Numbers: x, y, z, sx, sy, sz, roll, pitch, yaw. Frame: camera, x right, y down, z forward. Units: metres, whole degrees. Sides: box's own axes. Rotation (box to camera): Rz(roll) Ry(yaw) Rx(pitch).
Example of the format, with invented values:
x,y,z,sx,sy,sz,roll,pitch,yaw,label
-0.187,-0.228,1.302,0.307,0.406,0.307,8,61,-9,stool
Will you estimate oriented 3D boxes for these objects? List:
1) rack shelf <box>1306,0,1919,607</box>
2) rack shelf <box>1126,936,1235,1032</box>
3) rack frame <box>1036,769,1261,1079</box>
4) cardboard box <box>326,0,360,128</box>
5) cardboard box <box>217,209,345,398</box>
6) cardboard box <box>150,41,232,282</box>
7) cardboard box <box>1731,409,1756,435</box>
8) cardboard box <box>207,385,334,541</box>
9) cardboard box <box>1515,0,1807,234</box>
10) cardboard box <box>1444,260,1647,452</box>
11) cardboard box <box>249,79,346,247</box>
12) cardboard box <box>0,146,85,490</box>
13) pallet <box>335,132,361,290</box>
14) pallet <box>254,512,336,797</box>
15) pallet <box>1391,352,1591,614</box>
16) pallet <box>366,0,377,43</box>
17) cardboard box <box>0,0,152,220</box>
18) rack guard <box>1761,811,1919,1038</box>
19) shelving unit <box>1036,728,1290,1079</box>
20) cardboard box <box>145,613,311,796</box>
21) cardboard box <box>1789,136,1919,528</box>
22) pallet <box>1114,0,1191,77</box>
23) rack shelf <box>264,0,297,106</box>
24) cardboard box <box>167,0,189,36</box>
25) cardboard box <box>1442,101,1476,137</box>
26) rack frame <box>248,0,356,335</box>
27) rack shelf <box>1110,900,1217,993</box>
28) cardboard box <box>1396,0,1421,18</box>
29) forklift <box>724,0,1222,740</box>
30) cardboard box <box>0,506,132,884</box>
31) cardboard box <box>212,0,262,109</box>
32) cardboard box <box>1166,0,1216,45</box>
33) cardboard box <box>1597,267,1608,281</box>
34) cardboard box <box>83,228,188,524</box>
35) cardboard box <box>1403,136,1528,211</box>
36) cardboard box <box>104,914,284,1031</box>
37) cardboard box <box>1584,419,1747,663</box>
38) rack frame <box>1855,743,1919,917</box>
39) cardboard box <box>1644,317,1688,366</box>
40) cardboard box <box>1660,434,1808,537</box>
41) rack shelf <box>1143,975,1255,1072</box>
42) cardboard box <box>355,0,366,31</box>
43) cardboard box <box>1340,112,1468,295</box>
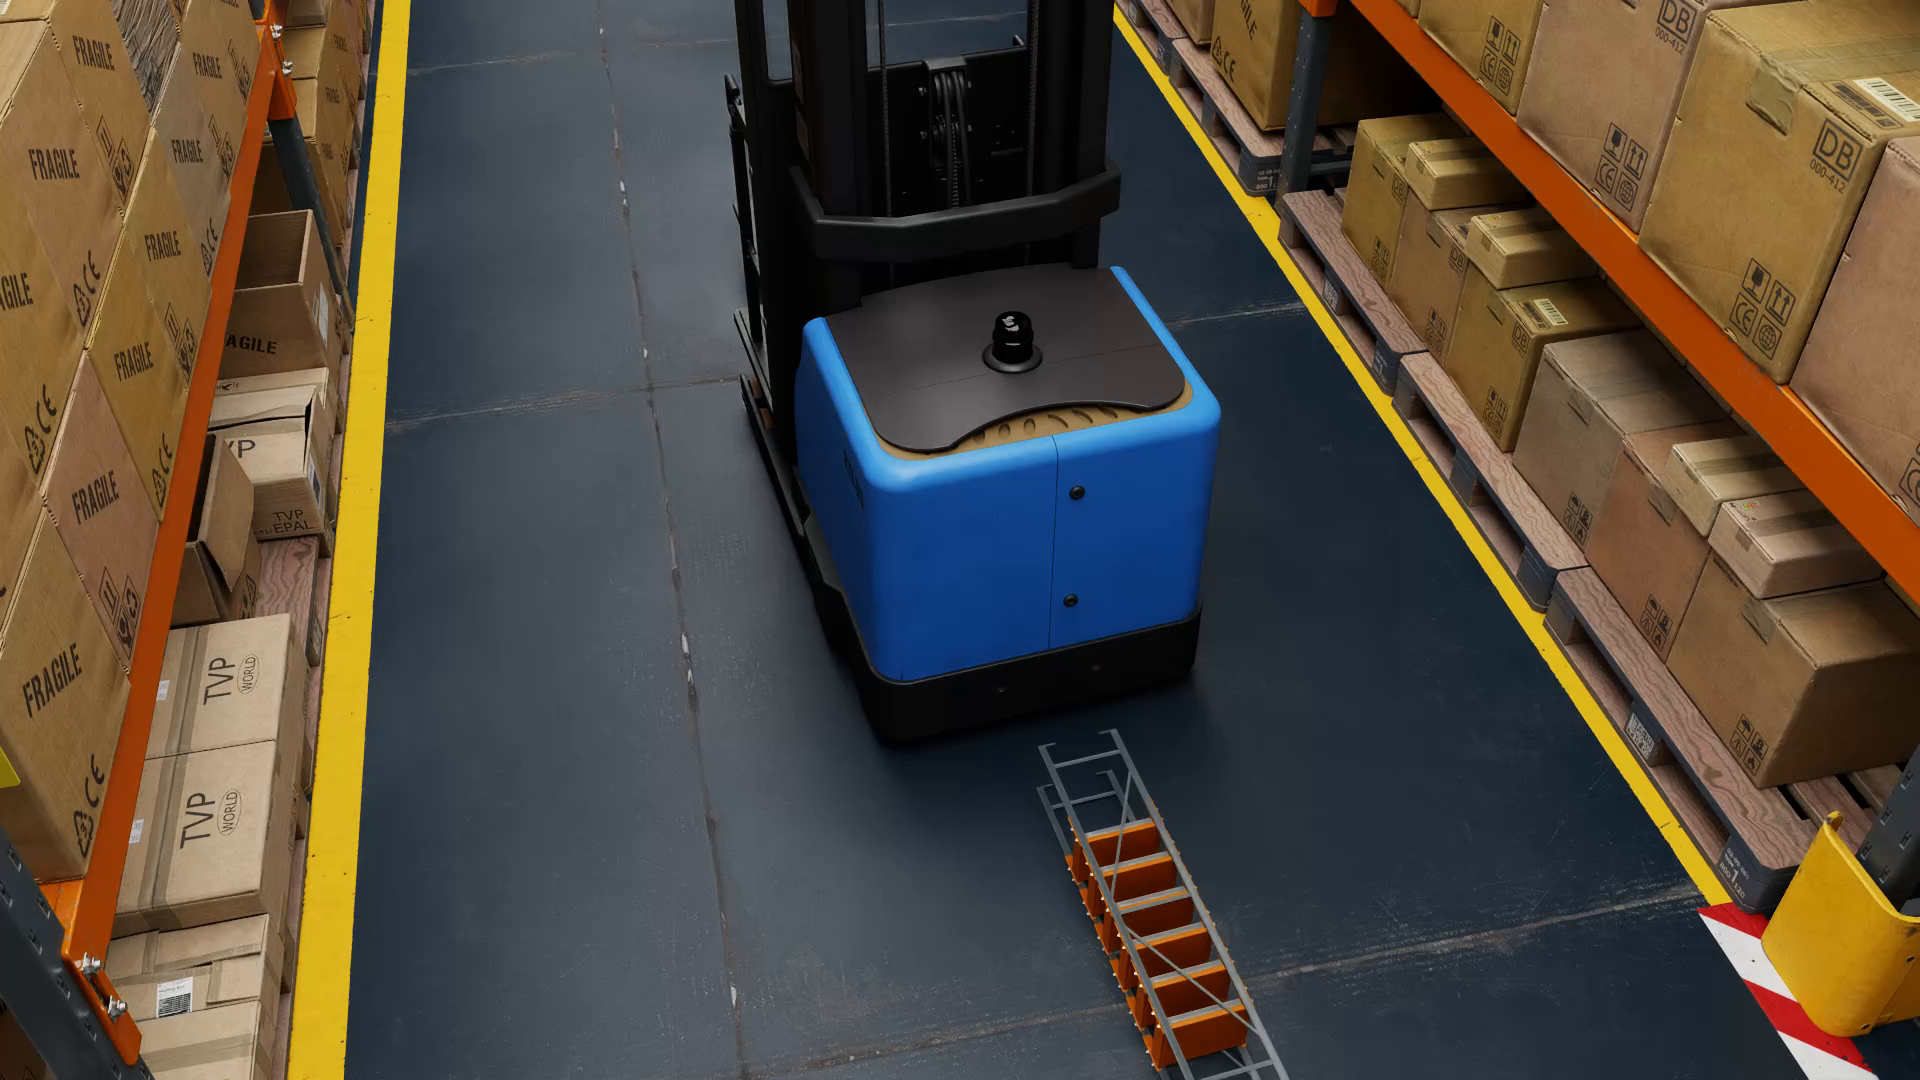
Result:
x,y,z,sx,sy,sz,roll,pitch,yaw,label
2.331,-1.065,5.232,1.077,0.370,4.000,-8,42,-9,rack shelf
0.569,1.150,4.309,0.258,0.180,0.103,-11,43,-13,rack shelf
0.513,1.093,4.509,0.240,0.006,1.200,-11,43,-13,rack frame
-3.029,-2.165,7.481,0.500,0.500,0.500,-8,42,-9,cardboard box
-2.537,-0.819,5.965,0.500,0.500,0.500,-8,42,-9,cardboard box
-2.352,-1.001,4.543,0.500,0.500,0.500,-7,42,-8,cardboard box
2.573,-0.380,4.996,0.380,0.149,0.250,-8,42,-9,cardboard box
-2.375,-0.262,5.480,0.500,0.311,0.500,-8,42,-9,cardboard box
2.320,-1.444,4.891,0.980,0.700,0.700,-10,43,-11,cardboard box
2.175,-0.694,5.839,0.700,0.500,0.500,-7,42,-8,cardboard box
-2.803,-1.496,6.727,0.500,0.500,0.500,-10,43,-11,cardboard box
-2.032,-0.400,3.112,0.500,0.500,0.500,-8,42,-9,cardboard box
-3.149,-1.397,7.165,1.003,0.211,1.213,-8,42,-9,pallet
-2.522,0.363,5.183,1.003,0.211,1.213,-8,42,-9,pallet
2.254,-0.291,5.919,1.003,0.211,1.213,-8,42,-9,pallet
-3.676,-2.978,8.946,1.003,0.211,1.213,-8,42,-9,pallet
-2.245,-1.054,3.849,0.500,0.500,0.500,-9,42,-10,cardboard box
2.768,0.913,4.345,1.175,0.500,0.348,-8,42,-9,rack guard
0.513,1.025,4.448,0.258,0.189,1.200,-11,43,-13,shelving unit
-2.129,0.497,4.670,0.500,0.250,0.500,-8,42,-9,cardboard box
2.643,-0.479,3.804,0.980,0.700,0.700,-7,42,-7,cardboard box
1.393,-2.869,8.823,1.003,0.211,1.213,-8,42,-9,pallet
-3.368,-2.945,7.350,1.077,0.370,4.000,-8,42,-9,rack shelf
-2.461,-1.707,4.585,0.500,0.500,0.500,-9,42,-10,cardboard box
2.124,-1.718,6.504,0.380,0.149,0.250,-9,42,-10,cardboard box
-2.936,-1.918,5.651,1.000,3.000,0.127,-8,42,-9,rack frame
0.535,1.073,4.394,0.258,0.180,0.103,-11,43,-13,rack shelf
2.001,-2.388,5.955,0.980,0.700,0.700,-8,42,-9,cardboard box
-0.185,-1.491,5.221,1.130,2.935,3.031,-12,43,-13,forklift
-1.911,0.312,3.064,0.500,0.500,0.500,-8,42,-8,cardboard box
-2.578,-1.668,5.294,0.500,0.500,0.500,-8,42,-9,cardboard box
1.438,-2.962,8.130,0.750,0.750,0.750,-7,42,-8,cardboard box
2.350,-1.042,5.742,0.380,0.149,0.250,-8,42,-9,cardboard box
-2.133,-0.347,3.806,0.500,0.500,0.500,-8,42,-9,cardboard box
1.857,-1.347,6.086,0.380,0.149,0.250,-7,42,-8,cardboard box
-1.882,1.087,4.068,0.380,0.166,0.250,-8,42,-9,cardboard box
2.406,-0.023,5.083,0.700,0.500,0.500,-8,42,-9,cardboard box
2.763,-0.037,3.533,1.000,3.000,0.127,-8,42,-9,rack frame
2.461,-0.711,5.369,0.380,0.149,0.250,-8,42,-9,cardboard box
2.253,-0.164,4.753,0.380,0.149,0.250,-7,42,-8,cardboard box
0.604,1.227,4.223,0.258,0.180,0.103,-11,43,-13,rack shelf
-3.257,-2.832,8.233,0.500,0.500,0.500,-10,43,-11,cardboard box
1.961,-1.353,6.581,0.700,0.500,0.500,-8,42,-9,cardboard box
